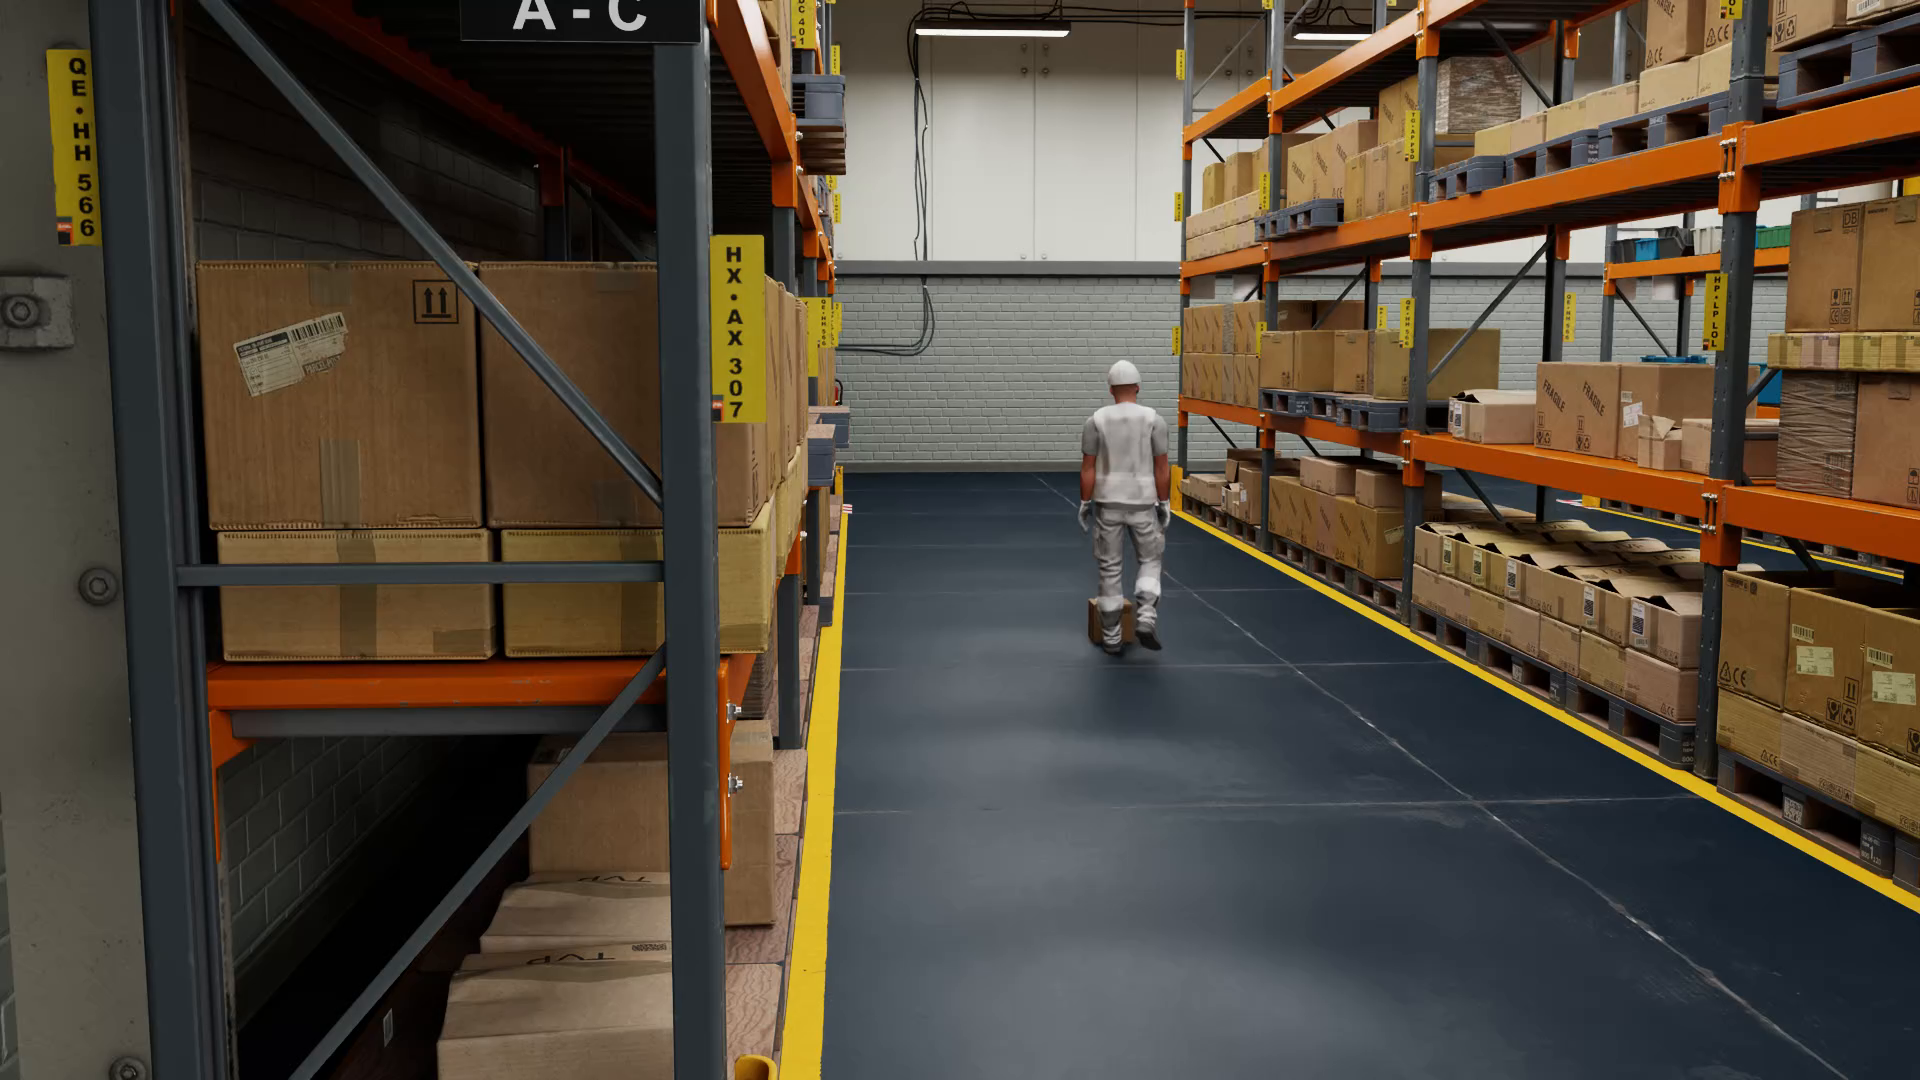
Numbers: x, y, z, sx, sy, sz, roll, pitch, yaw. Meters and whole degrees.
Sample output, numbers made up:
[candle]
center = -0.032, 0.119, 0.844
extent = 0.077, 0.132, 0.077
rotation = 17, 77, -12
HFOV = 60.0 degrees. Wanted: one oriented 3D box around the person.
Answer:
[person]
center = 1.005, -0.199, 10.164
extent = 0.563, 1.794, 0.484
rotation = 1, 7, 5
